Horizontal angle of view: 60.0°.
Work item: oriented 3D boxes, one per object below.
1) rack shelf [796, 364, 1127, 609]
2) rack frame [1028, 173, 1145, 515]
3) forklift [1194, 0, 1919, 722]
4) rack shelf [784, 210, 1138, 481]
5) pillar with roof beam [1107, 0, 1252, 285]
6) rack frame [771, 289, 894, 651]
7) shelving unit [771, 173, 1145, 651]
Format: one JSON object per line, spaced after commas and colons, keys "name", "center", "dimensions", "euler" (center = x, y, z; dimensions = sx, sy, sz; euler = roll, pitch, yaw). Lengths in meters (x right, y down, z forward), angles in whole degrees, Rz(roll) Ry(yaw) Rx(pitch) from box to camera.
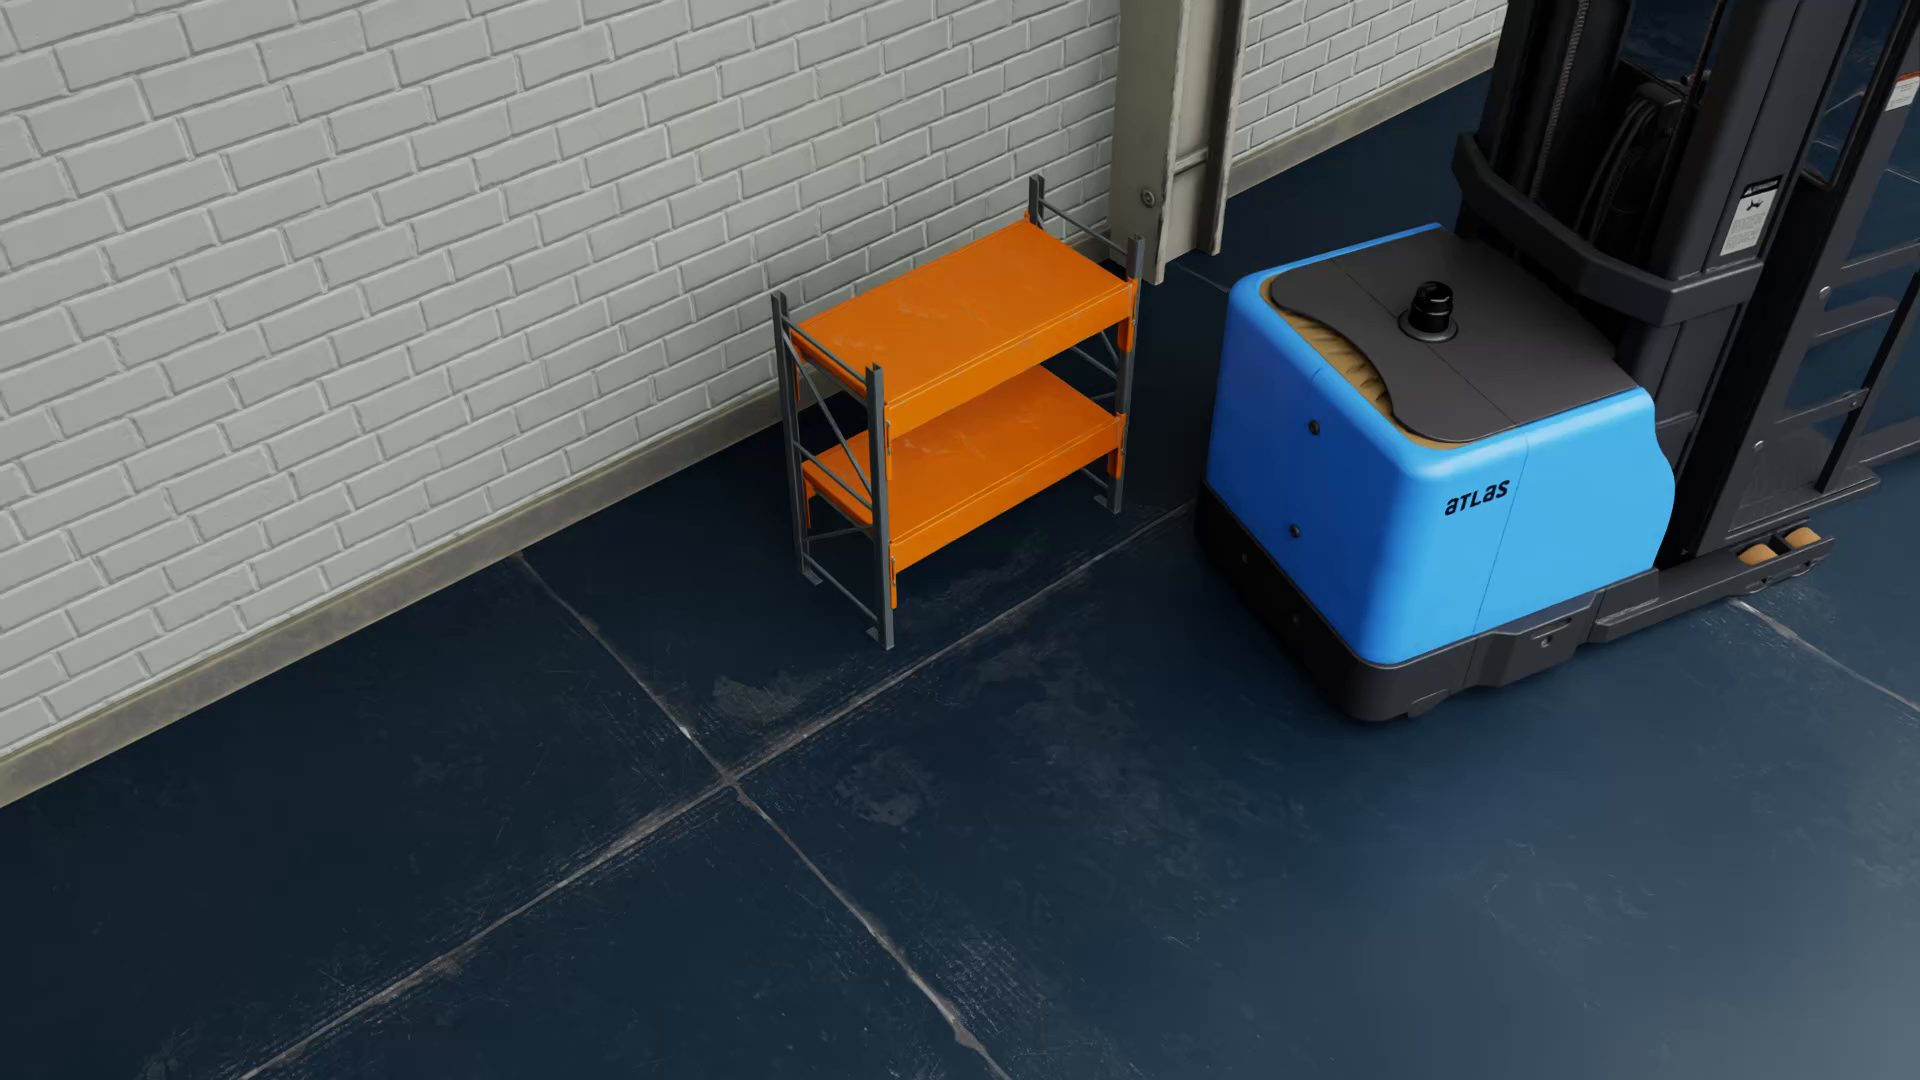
{"name": "rack shelf", "center": [0.005, -0.235, 5.535], "dimensions": [1.000, 0.278, 0.538], "euler": [-30, 51, -28]}
{"name": "rack frame", "center": [0.395, -0.636, 5.606], "dimensions": [0.032, 1.125, 0.500], "euler": [-30, 51, -28]}
{"name": "forklift", "center": [2.359, -1.202, 4.888], "dimensions": [3.031, 2.935, 1.130], "euler": [-18, 46, -18]}
{"name": "rack shelf", "center": [0.005, -0.626, 5.168], "dimensions": [1.000, 0.278, 0.538], "euler": [-30, 51, -28]}
{"name": "pillar with roof beam", "center": [3.619, -2.237, 1.558], "dimensions": [0.400, 9.000, 9.100], "euler": [-30, 51, -28]}
{"name": "rack frame", "center": [-0.385, -0.190, 5.130], "dimensions": [0.032, 1.125, 0.500], "euler": [-30, 51, -28]}
{"name": "shelving unit", "center": [0.005, -0.413, 5.368], "dimensions": [1.048, 1.125, 0.538], "euler": [-30, 51, -28]}
